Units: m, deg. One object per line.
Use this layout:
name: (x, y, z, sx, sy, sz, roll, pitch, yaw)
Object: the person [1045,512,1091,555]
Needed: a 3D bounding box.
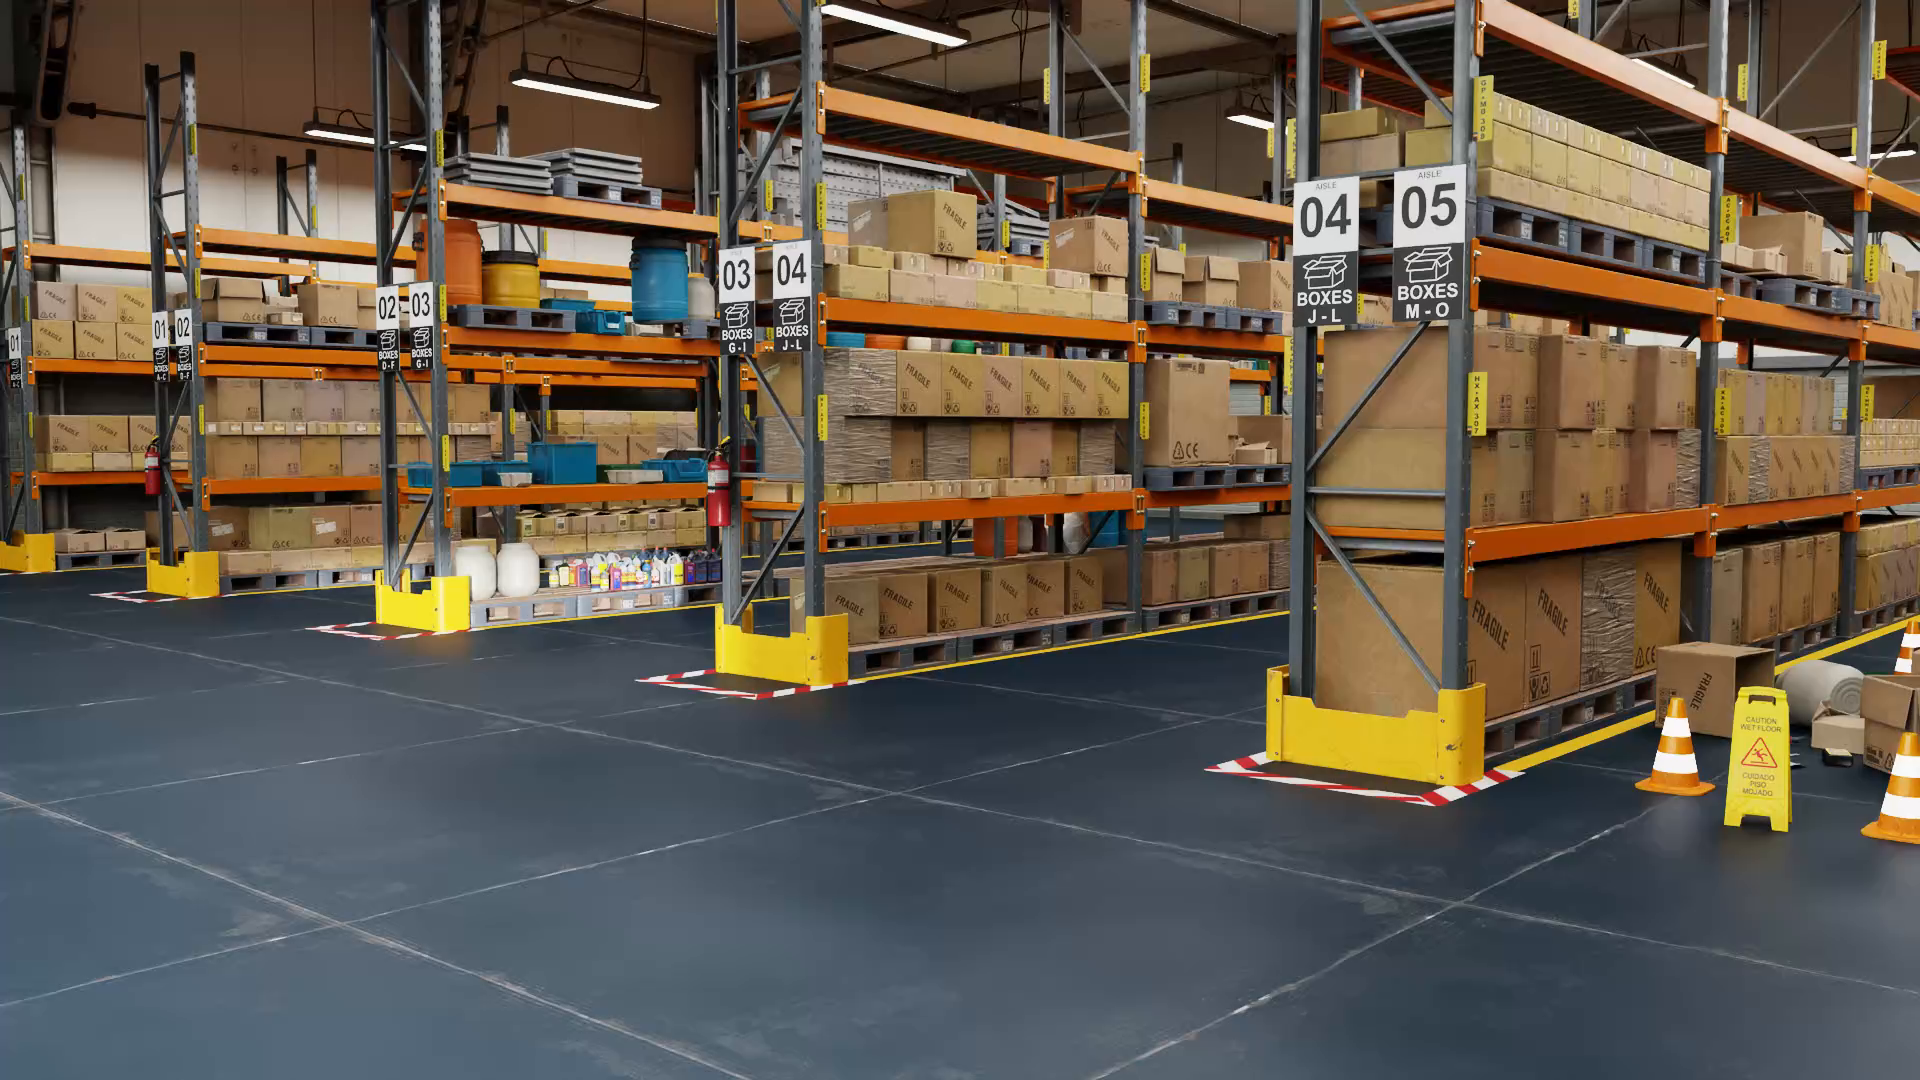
person: (1.141, -0.118, 17.283, 0.537, 1.666, 0.468, 3, 5, 41)
